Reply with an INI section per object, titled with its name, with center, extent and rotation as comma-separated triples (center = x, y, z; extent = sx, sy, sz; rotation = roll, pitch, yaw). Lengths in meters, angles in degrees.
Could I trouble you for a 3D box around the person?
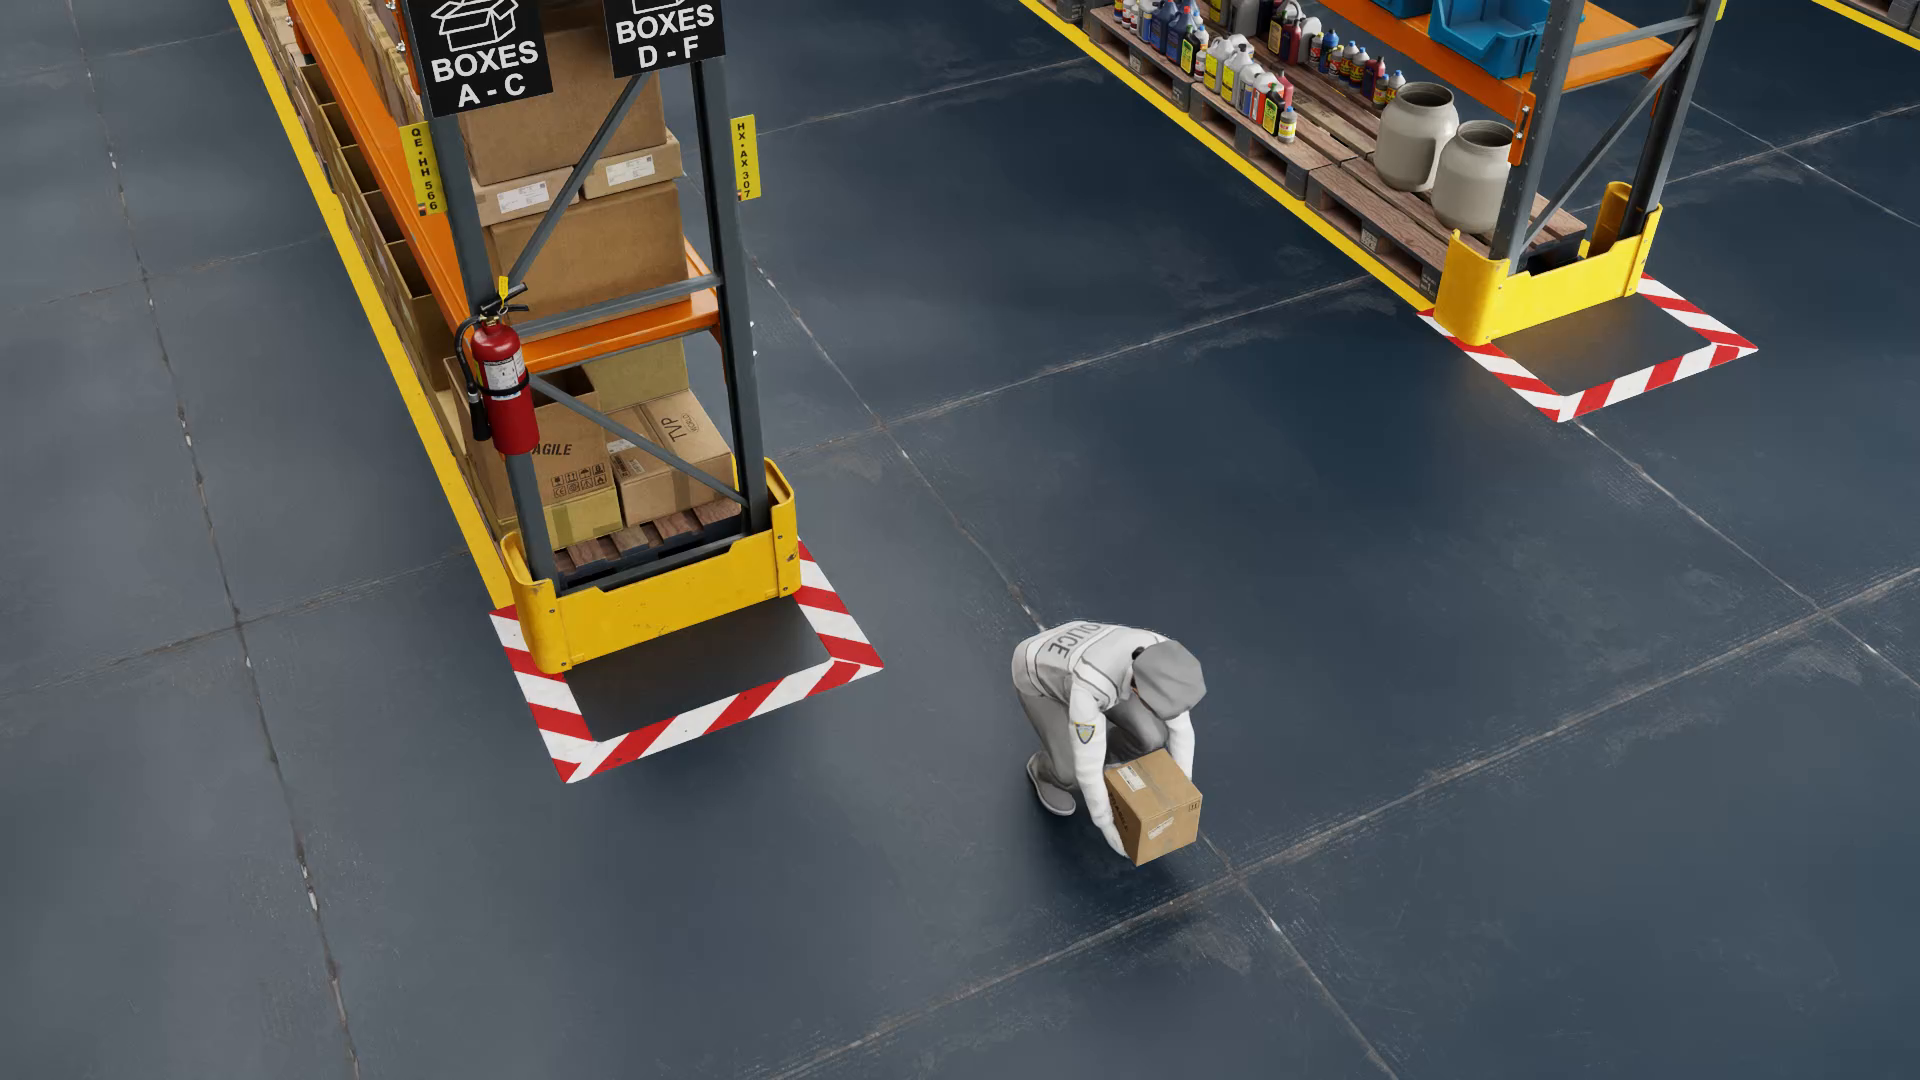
[person]
center = 0.528, 0.610, 5.988
extent = 0.493, 0.984, 0.815
rotation = -19, 45, -20
